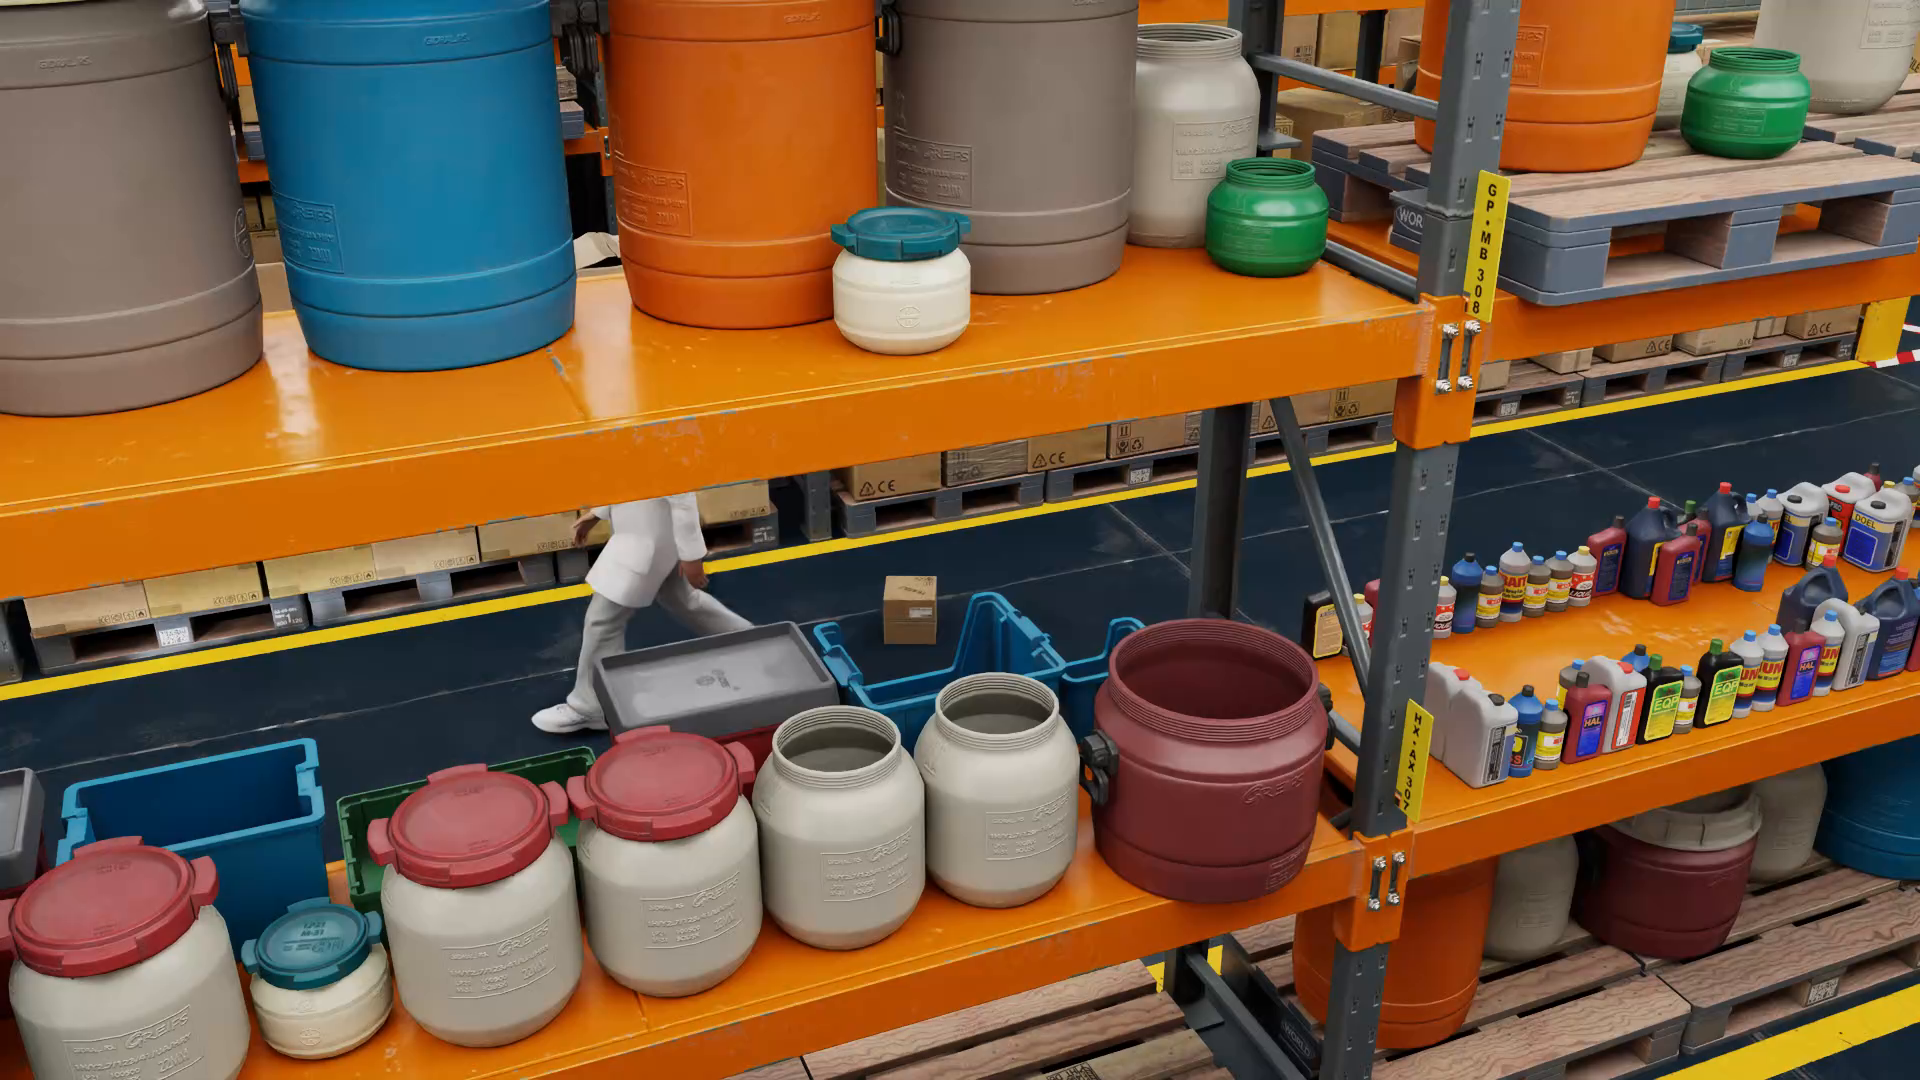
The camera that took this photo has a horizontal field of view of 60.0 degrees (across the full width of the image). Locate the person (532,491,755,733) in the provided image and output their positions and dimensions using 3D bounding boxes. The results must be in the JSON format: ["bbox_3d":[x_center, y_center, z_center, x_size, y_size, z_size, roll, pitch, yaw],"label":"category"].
[{"bbox_3d":[-1.362,-0.024,7.188,1.138,1.726,0.586,-8,27,-16],"label":"person"}]
